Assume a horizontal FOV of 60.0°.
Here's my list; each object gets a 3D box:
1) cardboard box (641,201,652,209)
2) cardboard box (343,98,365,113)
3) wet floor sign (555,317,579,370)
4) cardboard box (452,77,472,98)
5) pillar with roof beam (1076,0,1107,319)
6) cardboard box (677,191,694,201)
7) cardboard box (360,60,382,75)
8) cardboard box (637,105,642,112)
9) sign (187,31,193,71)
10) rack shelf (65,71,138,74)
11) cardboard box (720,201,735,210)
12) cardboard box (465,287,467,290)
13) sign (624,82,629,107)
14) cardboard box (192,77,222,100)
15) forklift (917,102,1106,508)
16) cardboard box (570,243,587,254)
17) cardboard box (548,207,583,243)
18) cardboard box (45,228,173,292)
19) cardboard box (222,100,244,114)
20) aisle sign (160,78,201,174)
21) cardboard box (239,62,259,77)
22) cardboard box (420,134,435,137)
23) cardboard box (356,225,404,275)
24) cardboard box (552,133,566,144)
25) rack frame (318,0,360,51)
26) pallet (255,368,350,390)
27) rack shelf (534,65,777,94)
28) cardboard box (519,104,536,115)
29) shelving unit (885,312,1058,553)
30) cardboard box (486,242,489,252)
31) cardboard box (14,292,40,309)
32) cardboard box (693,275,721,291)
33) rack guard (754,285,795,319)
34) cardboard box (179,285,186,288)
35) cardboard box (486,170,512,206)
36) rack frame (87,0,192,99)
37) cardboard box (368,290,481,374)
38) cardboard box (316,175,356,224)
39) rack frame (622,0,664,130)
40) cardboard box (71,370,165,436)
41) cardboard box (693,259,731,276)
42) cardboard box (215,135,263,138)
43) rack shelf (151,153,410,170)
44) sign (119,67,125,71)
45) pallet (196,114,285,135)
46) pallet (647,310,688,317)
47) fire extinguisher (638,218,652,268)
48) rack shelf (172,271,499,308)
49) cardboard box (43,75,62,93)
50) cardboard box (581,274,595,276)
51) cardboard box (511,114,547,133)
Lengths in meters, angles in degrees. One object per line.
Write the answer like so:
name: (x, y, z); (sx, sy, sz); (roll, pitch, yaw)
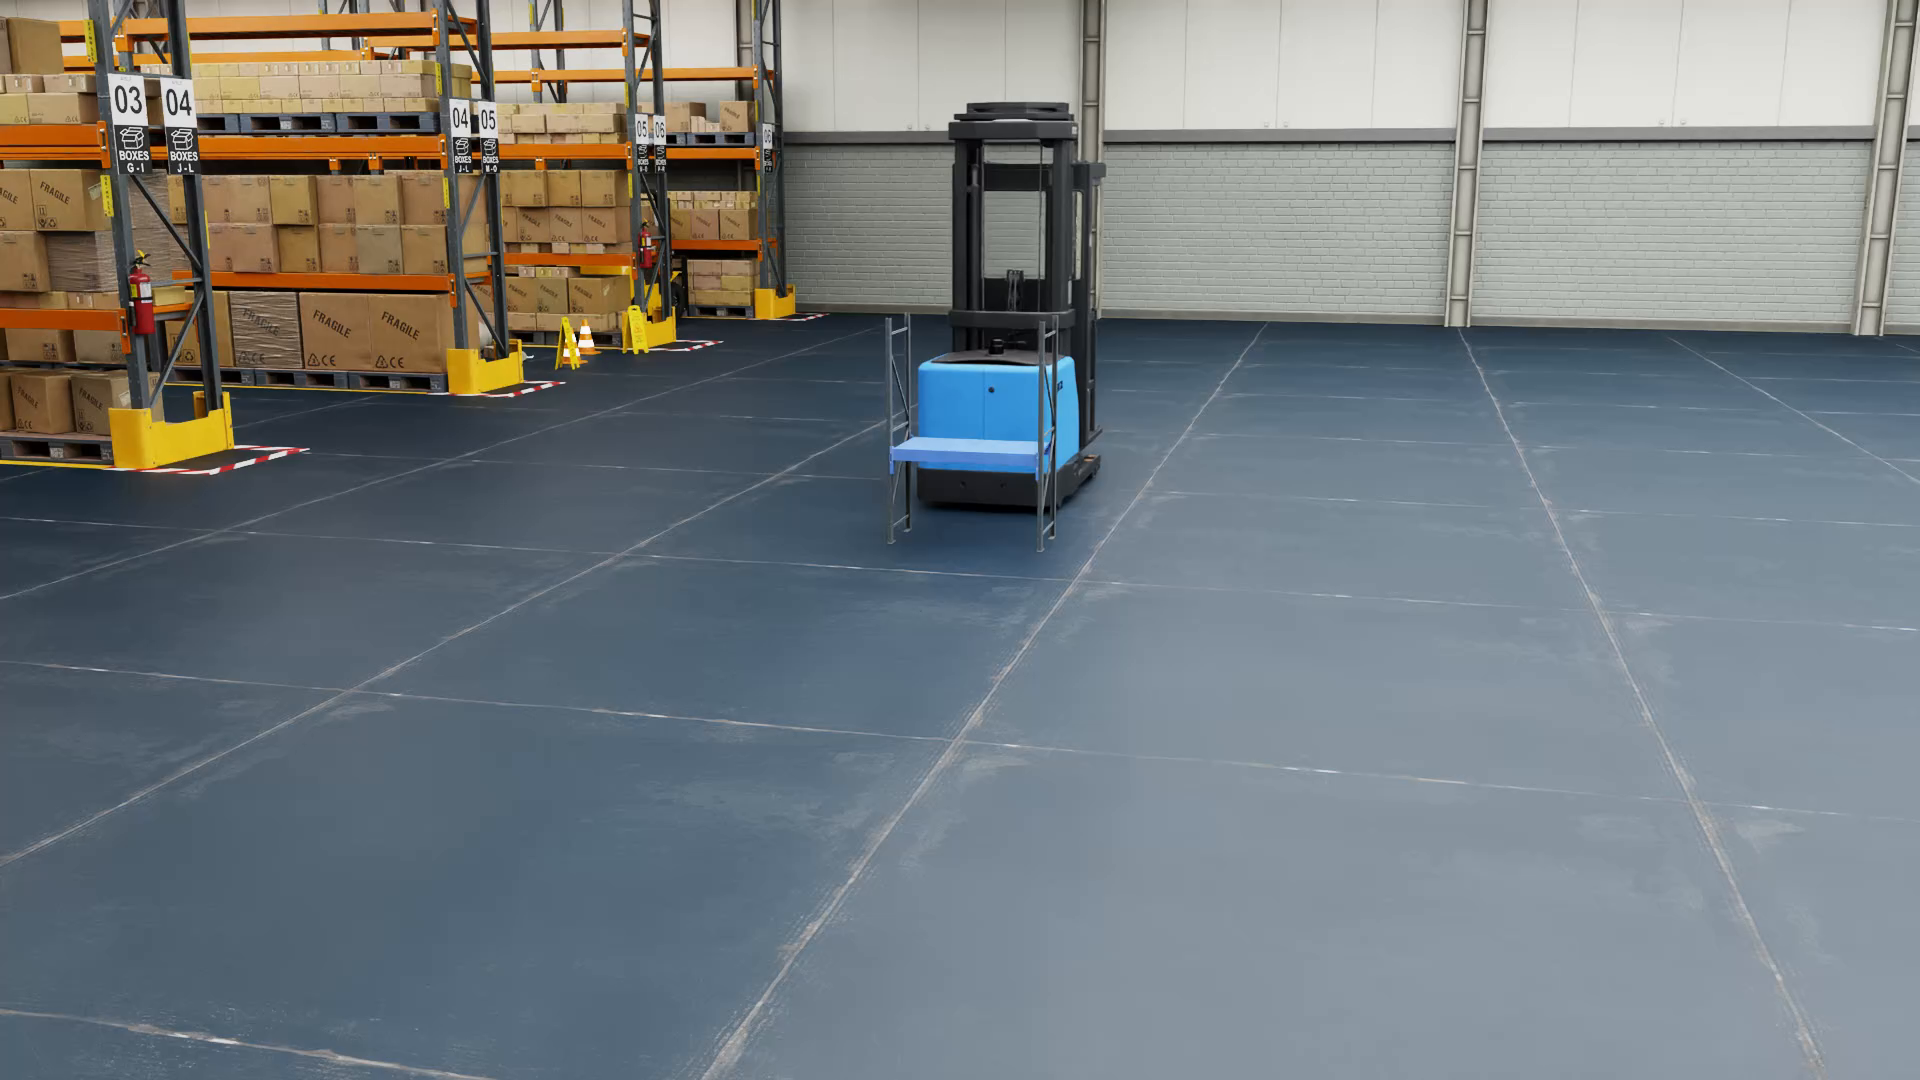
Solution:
cardboard box: (-5.331, -5.726, 28.390); (0.250, 0.149, 0.380); (3, 13, 12)
cardboard box: (-6.607, -4.801, 18.400); (0.250, 0.149, 0.380); (3, 13, 14)
wet floor sign: (-4.962, -2.485, 20.944); (0.232, 0.644, 0.267); (1, 13, 4)
cardboard box: (-5.871, -5.089, 18.778); (0.500, 0.250, 0.500); (3, 13, 13)
pillar with roof beam: (1.143, -7.247, 23.124); (0.400, 9.000, 9.100); (3, 13, 14)
cardboard box: (-4.600, -5.827, 28.159); (0.250, 0.149, 0.380); (3, 13, 15)
cardboard box: (-6.363, -5.177, 18.256); (0.250, 0.149, 0.380); (3, 13, 14)
cardboard box: (-4.672, -6.058, 23.427); (0.250, 0.149, 0.380); (3, 13, 13)
sign: (-6.621, -4.187, 14.236); (0.005, 0.325, 0.100); (3, 13, 14)
rack shelf: (-16.783, -8.612, 30.943); (4.000, 0.370, 1.077); (3, 13, 14)
cardboard box: (-3.850, -5.641, 28.006); (0.250, 0.149, 0.380); (3, 13, 14)
cardboard box: (-7.229, -3.589, 24.133); (0.500, 0.500, 0.500); (4, 13, 16)
sign: (-4.529, -6.047, 22.592); (0.005, 0.325, 0.100); (3, 13, 14)
cardboard box: (-8.450, -5.107, 18.861); (0.500, 0.250, 0.500); (3, 13, 13)
forklift: (0.537, -1.941, 13.214); (1.130, 2.935, 3.031); (3, 13, 14)
cardboard box: (-5.307, -4.125, 23.481); (0.250, 0.149, 0.380); (3, 13, 13)
cardboard box: (-5.454, -4.457, 23.479); (0.500, 0.500, 0.500); (3, 13, 14)
cardboard box: (-7.278, -2.410, 14.253); (0.500, 0.500, 0.875); (3, 13, 14)
cardboard box: (-8.087, -4.880, 18.757); (0.250, 0.149, 0.380); (3, 13, 13)
aisle sign: (-6.619, -3.511, 14.130); (0.004, 0.787, 0.394); (3, 13, 14)
cardboard box: (-7.840, -5.256, 18.611); (0.250, 0.149, 0.380); (3, 13, 13)
cardboard box: (-7.508, -5.732, 23.799); (0.250, 0.149, 0.380); (3, 13, 14)
cardboard box: (-6.374, -3.326, 18.955); (0.550, 0.550, 0.875); (3, 13, 14)
cardboard box: (-5.519, -5.621, 23.299); (0.250, 0.149, 0.380); (3, 13, 14)
rack frame: (-10.958, -8.653, 29.461); (0.127, 3.000, 1.000); (3, 13, 14)
pallet: (-7.440, -1.947, 19.521); (1.213, 0.211, 1.003); (3, 13, 14)
rack shelf: (-5.132, -7.796, 28.179); (4.000, 0.370, 1.077); (3, 13, 14)
cardboard box: (-5.986, -6.040, 23.347); (0.250, 0.149, 0.380); (3, 13, 12)
shelving unit: (0.083, -0.728, 11.051); (1.048, 1.500, 0.538); (3, 13, 14)
cardboard box: (-6.791, -4.198, 23.811); (0.250, 0.149, 0.380); (3, 13, 14)
cardboard box: (-7.813, -2.062, 14.182); (0.250, 0.149, 0.380); (3, 13, 14)
cardboard box: (-4.222, -4.404, 28.383); (0.500, 0.250, 0.500); (3, 13, 13)
rack guard: (-3.167, -4.088, 28.505); (0.348, 0.500, 1.175); (3, 13, 14)
cardboard box: (-14.425, -4.845, 30.946); (0.500, 0.500, 0.500); (4, 13, 16)
cardboard box: (-6.385, -5.016, 23.691); (0.500, 0.500, 0.700); (3, 13, 13)
rack frame: (-6.751, -5.110, 13.492); (0.127, 3.000, 1.000); (3, 13, 14)
cardboard box: (-6.138, -2.408, 19.100); (0.875, 0.875, 0.875); (3, 13, 14)
cardboard box: (-6.882, -3.914, 19.110); (0.550, 0.550, 0.875); (3, 13, 14)
rack frame: (-4.376, -7.194, 22.885); (0.127, 3.000, 1.000); (3, 13, 14)
cardboard box: (-7.353, -1.202, 14.529); (0.500, 0.500, 0.500); (6, 14, 24)
cardboard box: (-4.210, -4.644, 28.310); (0.500, 0.250, 0.500); (3, 13, 15)
cardboard box: (-10.656, -6.122, 24.740); (0.637, 0.503, 0.797); (3, 13, 14)
rack shelf: (-10.202, -5.690, 24.691); (4.000, 0.370, 1.077); (3, 13, 14)
sign: (-9.468, -5.183, 18.823); (0.005, 0.325, 0.100); (3, 13, 14)
pallet: (-8.556, -4.803, 19.238); (1.213, 0.211, 1.003); (3, 13, 14)
pallet: (-5.124, -4.043, 28.969); (1.213, 0.211, 1.003); (3, 13, 14)
fire extinguisher: (-4.376, -4.125, 23.079); (0.183, 0.674, 0.296); (3, 13, 14)
rack shelf: (-7.406, -2.972, 19.365); (4.000, 0.370, 1.077); (3, 13, 14)
cardboard box: (-7.320, -3.754, 13.731); (0.250, 0.149, 0.380); (3, 13, 12)
cardboard box: (-5.625, -3.622, 24.280); (0.500, 0.500, 0.500); (3, 13, 11)
cardboard box: (-5.931, -5.824, 23.293); (0.500, 0.250, 0.500); (3, 13, 15)
